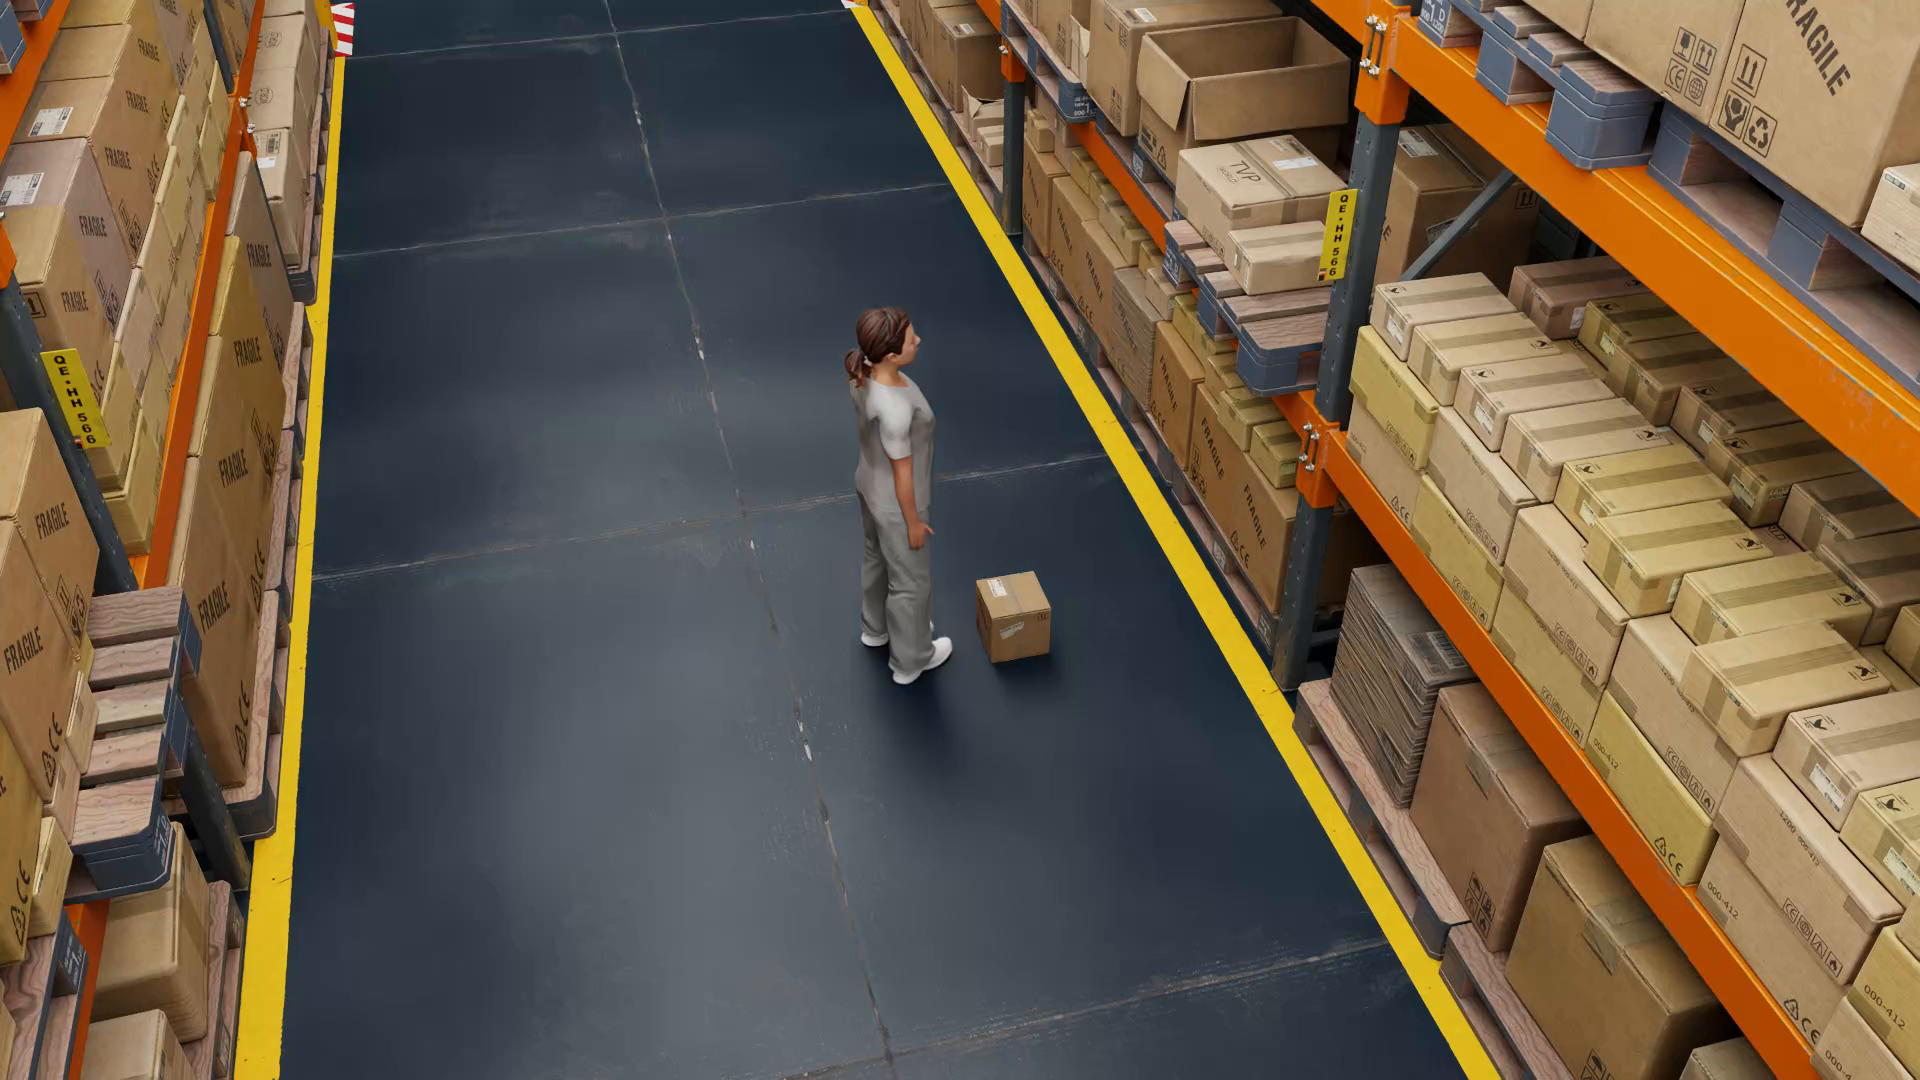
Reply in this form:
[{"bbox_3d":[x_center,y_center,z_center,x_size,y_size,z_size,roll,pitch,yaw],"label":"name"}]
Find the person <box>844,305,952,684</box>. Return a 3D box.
[{"bbox_3d":[-0.226,-0.170,6.366,0.390,1.677,0.454,-13,40,-16],"label":"person"}]
